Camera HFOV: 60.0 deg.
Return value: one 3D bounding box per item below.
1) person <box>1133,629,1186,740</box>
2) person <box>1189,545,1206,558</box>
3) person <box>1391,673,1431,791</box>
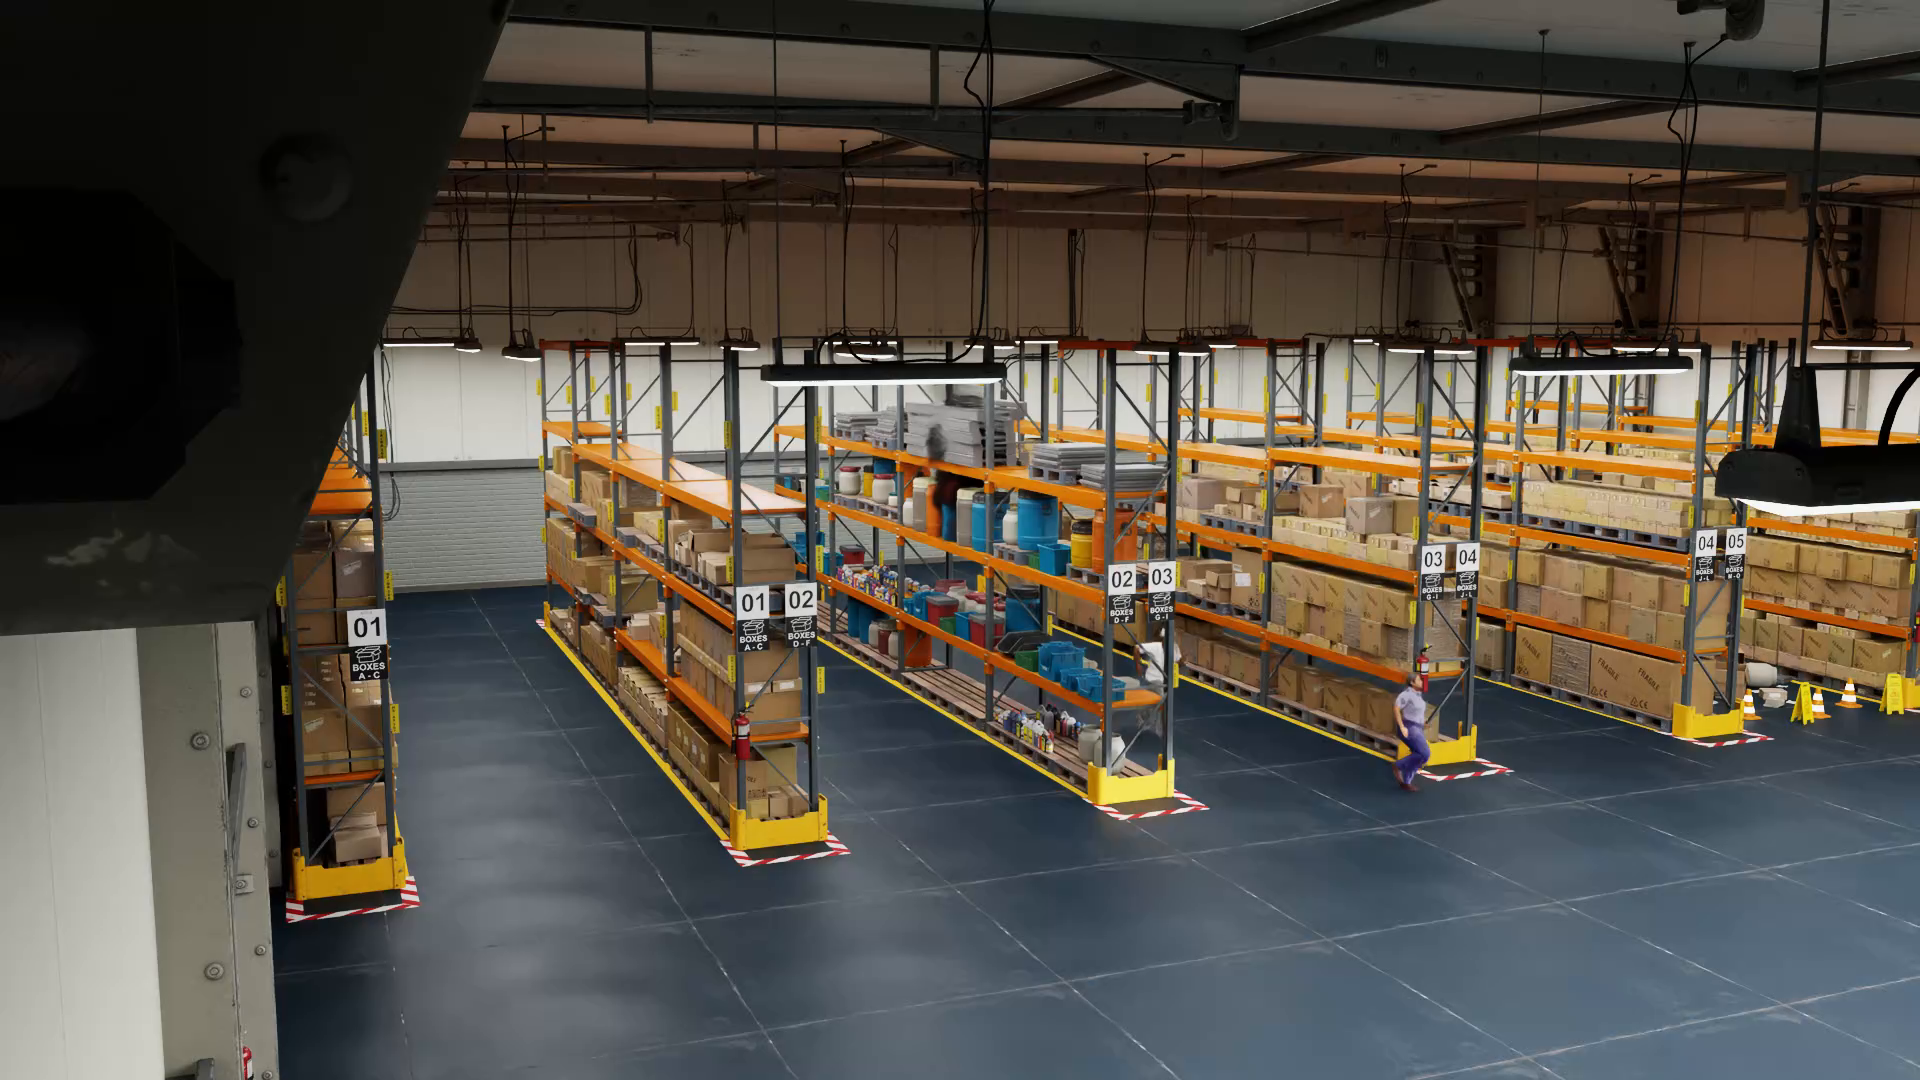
[{"bbox_3d":[3.037,2.167,25.501,0.684,1.727,0.923,-7,10,-42],"label":"person"},{"bbox_3d":[6.038,0.047,41.703,0.615,1.815,0.723,3,8,24],"label":"person"},{"bbox_3d":[6.223,2.609,22.721,0.512,1.574,0.646,4,9,31],"label":"person"}]
